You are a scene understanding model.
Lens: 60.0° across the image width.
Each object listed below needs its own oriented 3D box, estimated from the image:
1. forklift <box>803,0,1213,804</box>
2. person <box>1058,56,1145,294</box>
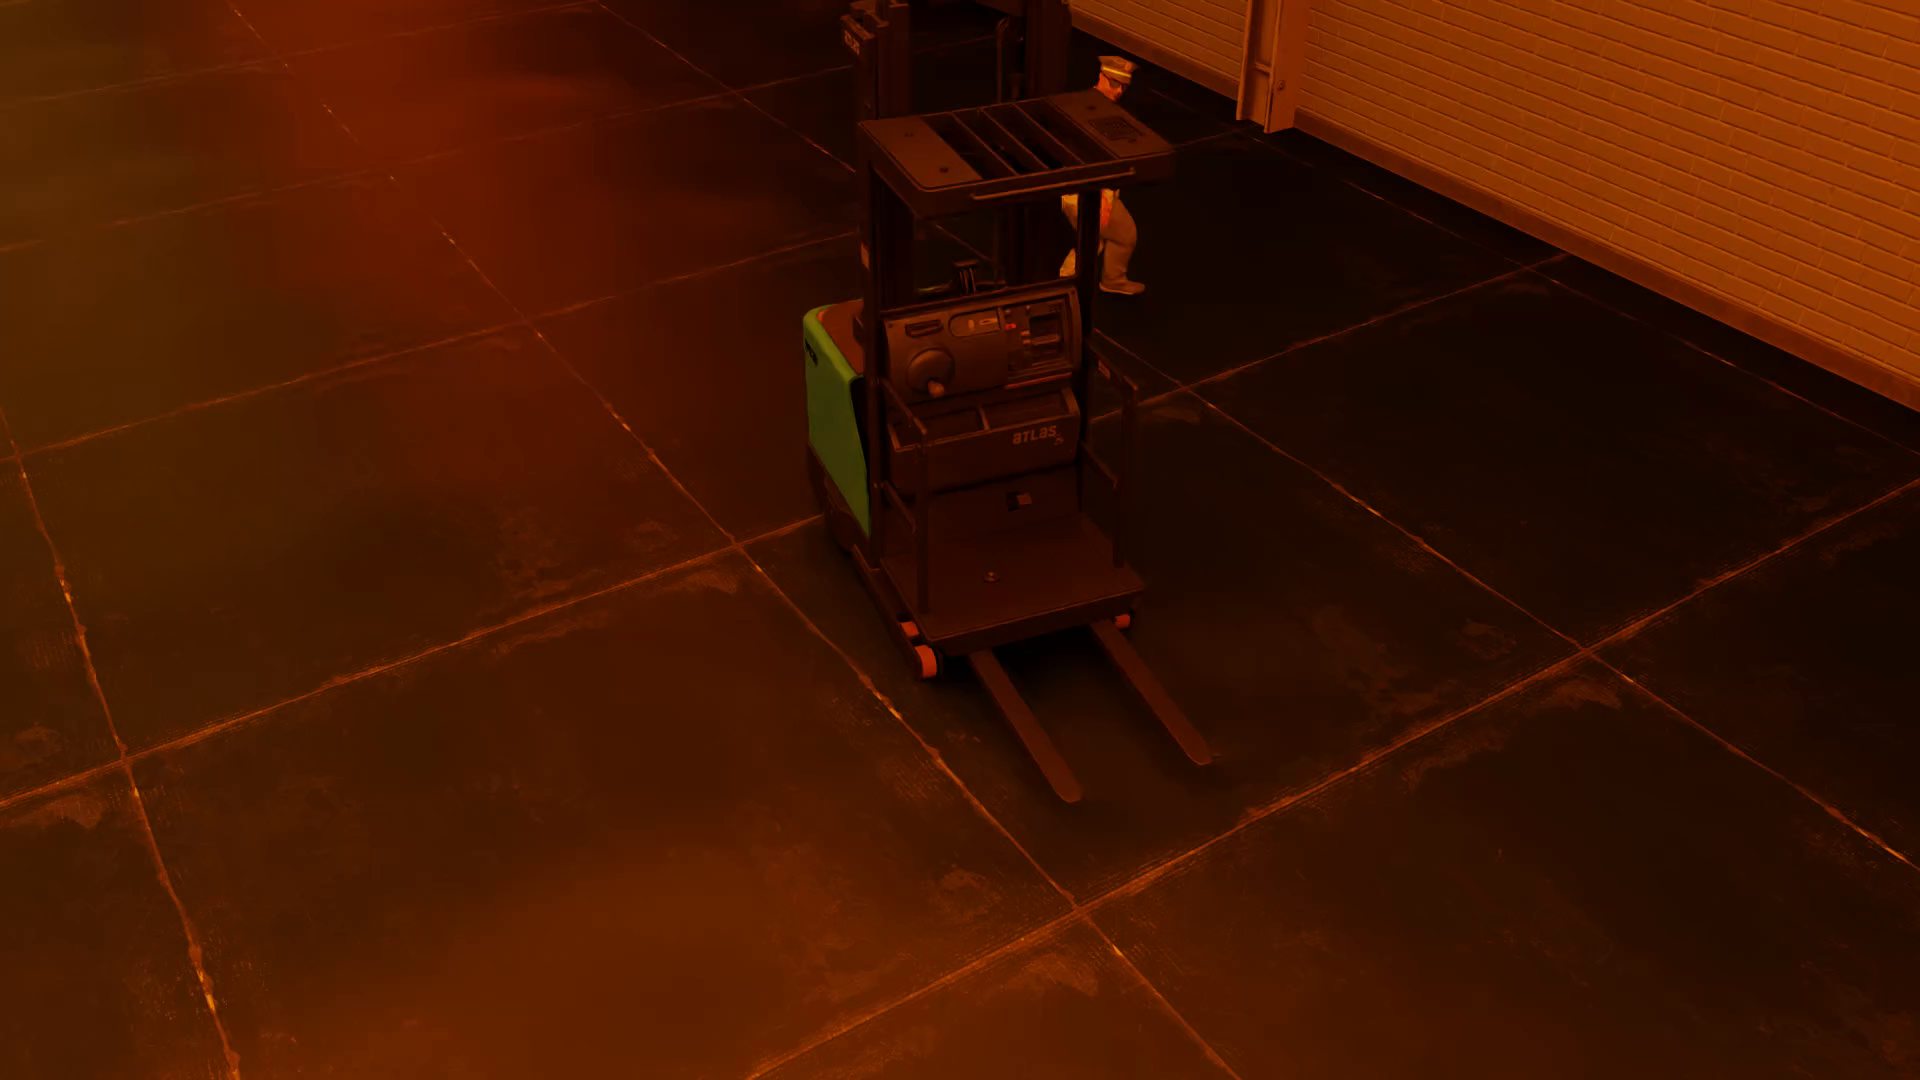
[{"bbox_3d":[0.194,-0.822,7.318,1.130,2.935,3.031,-13,37,-18],"label":"forklift"},{"bbox_3d":[0.979,-2.189,10.428,0.828,1.646,0.814,-12,37,-17],"label":"person"}]
